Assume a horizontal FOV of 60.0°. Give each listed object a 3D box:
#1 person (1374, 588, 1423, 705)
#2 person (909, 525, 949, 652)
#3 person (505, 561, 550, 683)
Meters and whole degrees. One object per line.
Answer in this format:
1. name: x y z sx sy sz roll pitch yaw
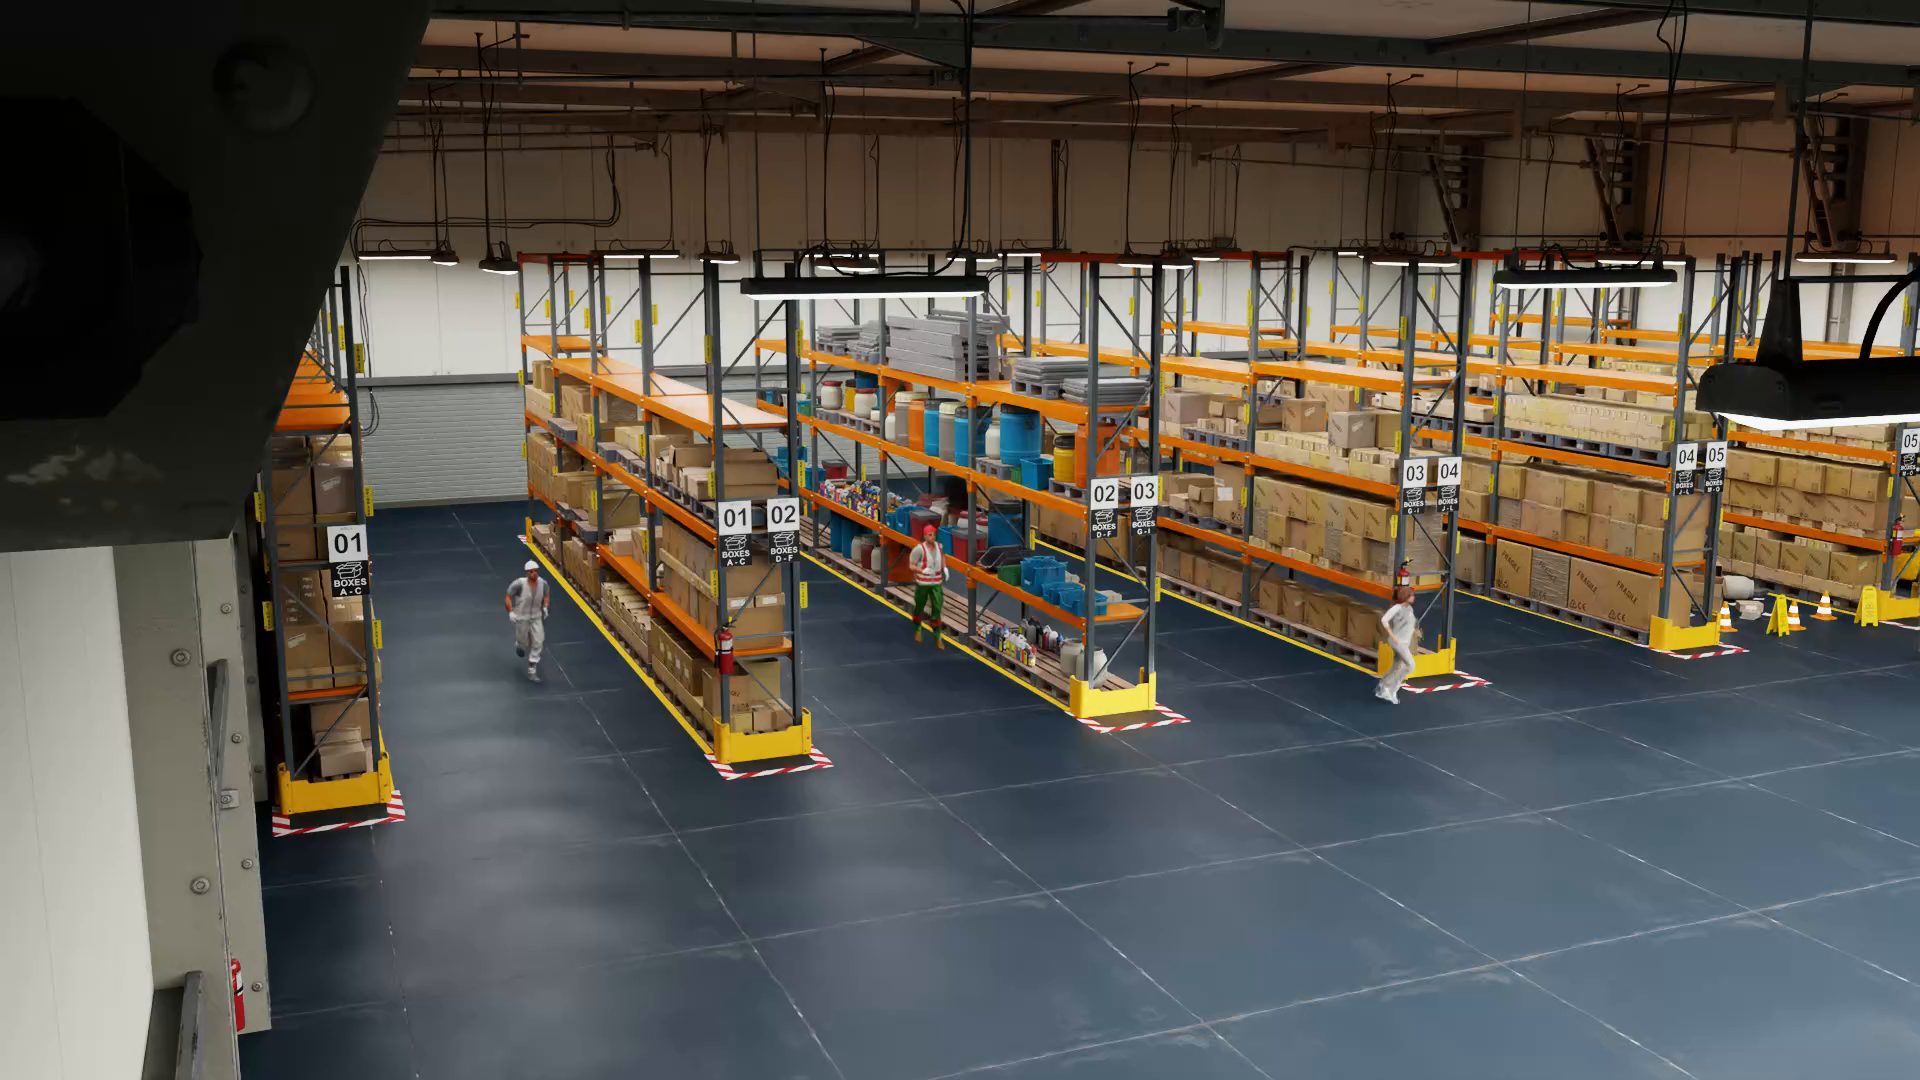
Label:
1. person: 6.054 1.439 22.852 0.590 1.564 0.582 6 12 30
2. person: -0.459 0.679 24.733 0.680 1.850 0.795 -5 11 -25
3. person: -6.261 1.140 24.099 0.673 1.759 0.850 -7 12 -32
